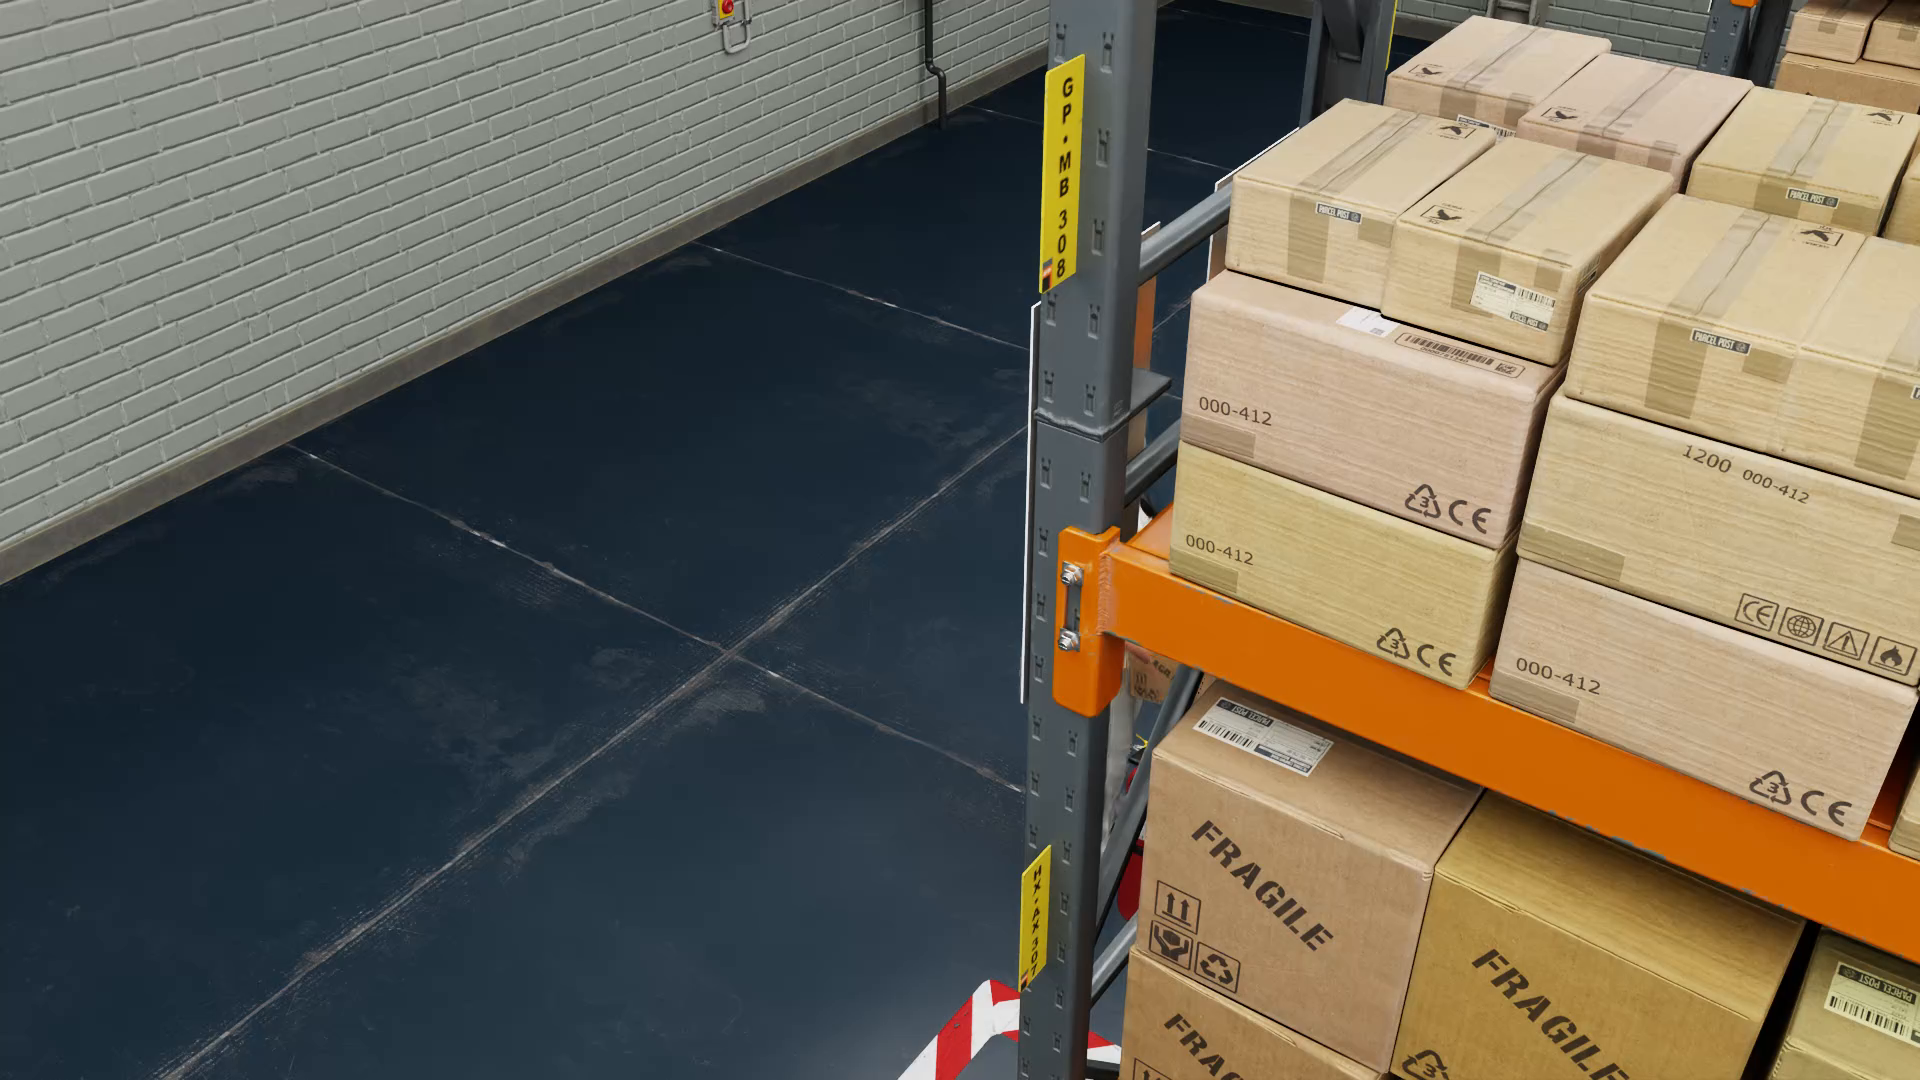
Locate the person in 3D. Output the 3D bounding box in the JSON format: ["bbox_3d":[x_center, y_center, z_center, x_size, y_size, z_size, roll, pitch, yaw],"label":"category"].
[{"bbox_3d":[0.544,0.347,5.598,0.546,1.784,0.548,11,36,16],"label":"person"}]
